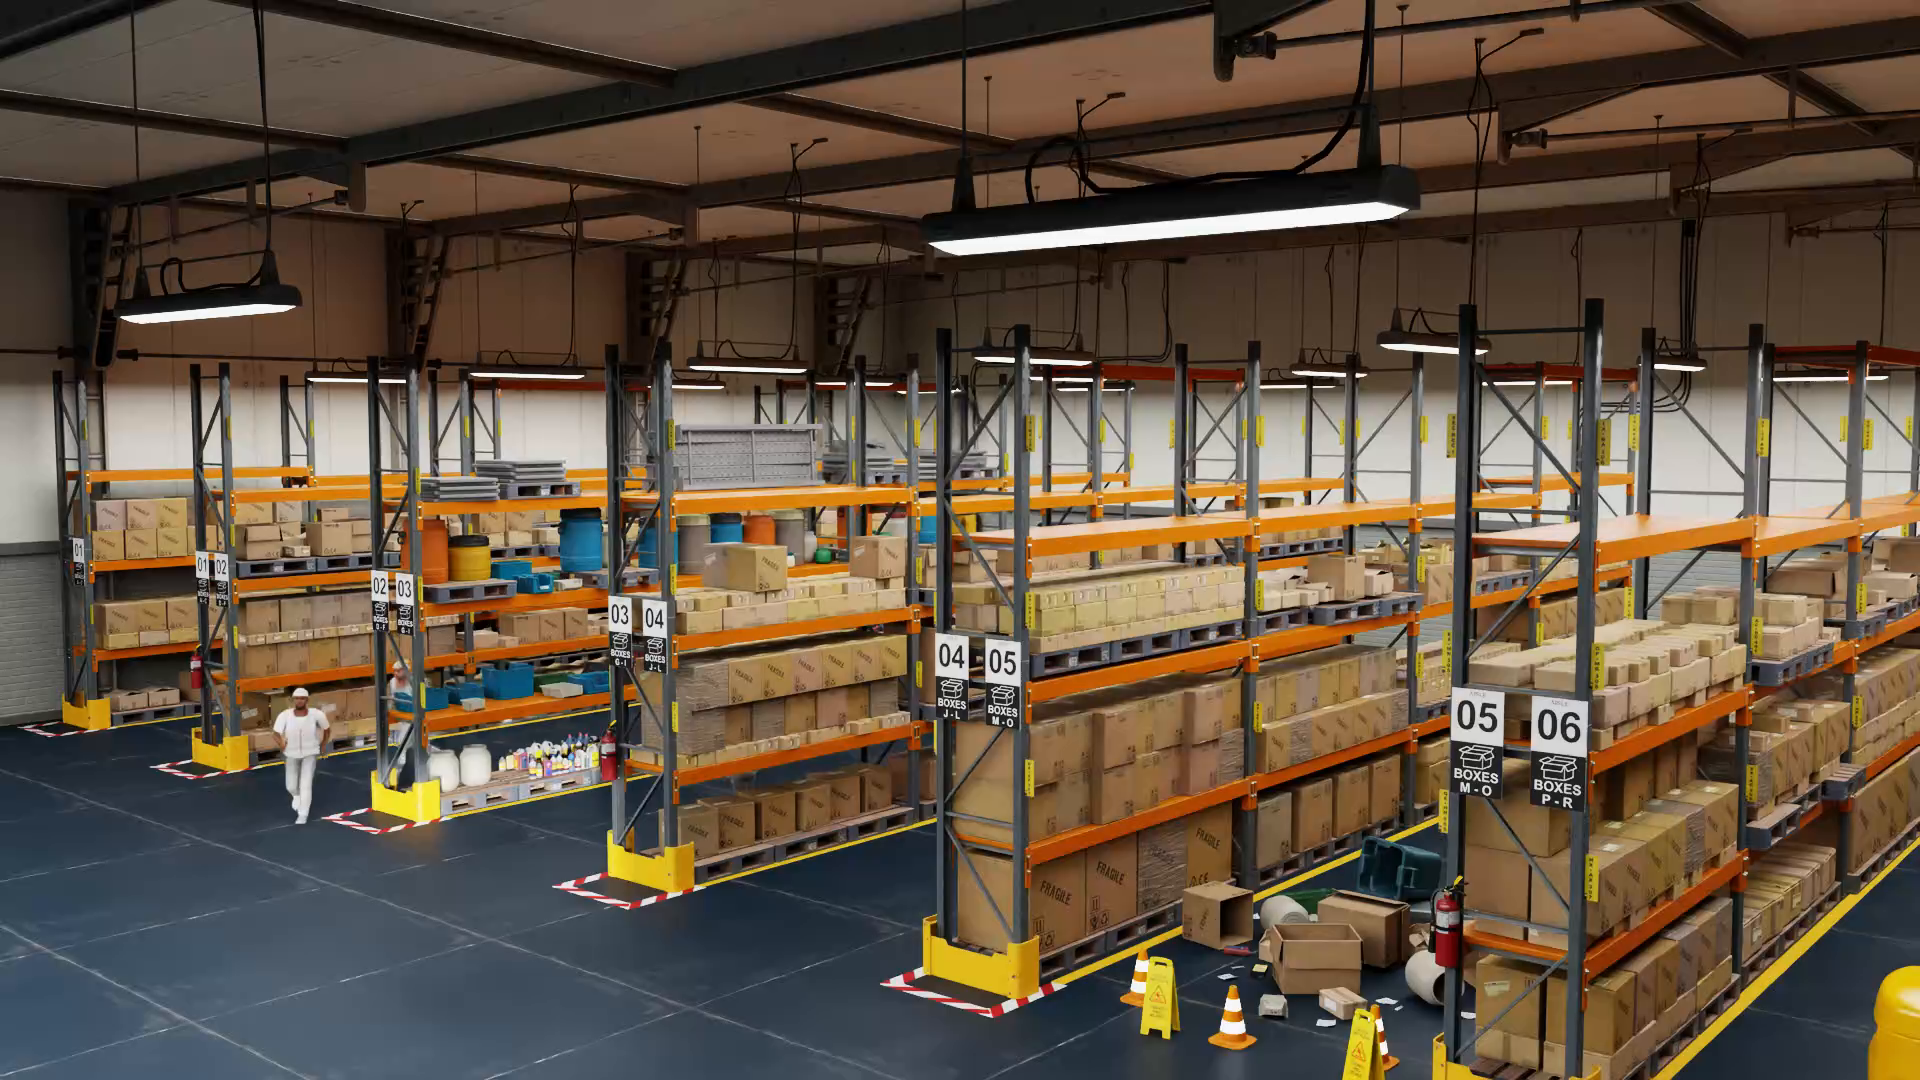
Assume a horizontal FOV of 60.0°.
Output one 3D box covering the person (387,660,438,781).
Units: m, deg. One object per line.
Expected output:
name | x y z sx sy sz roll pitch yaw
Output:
person | -7.860 2.571 23.795 0.658 1.773 1.135 2 4 23

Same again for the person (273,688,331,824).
person | -8.474 2.755 21.421 0.699 1.728 0.687 -1 4 -17

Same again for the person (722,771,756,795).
person | -2.959 2.792 22.036 0.563 1.614 0.697 3 5 37
